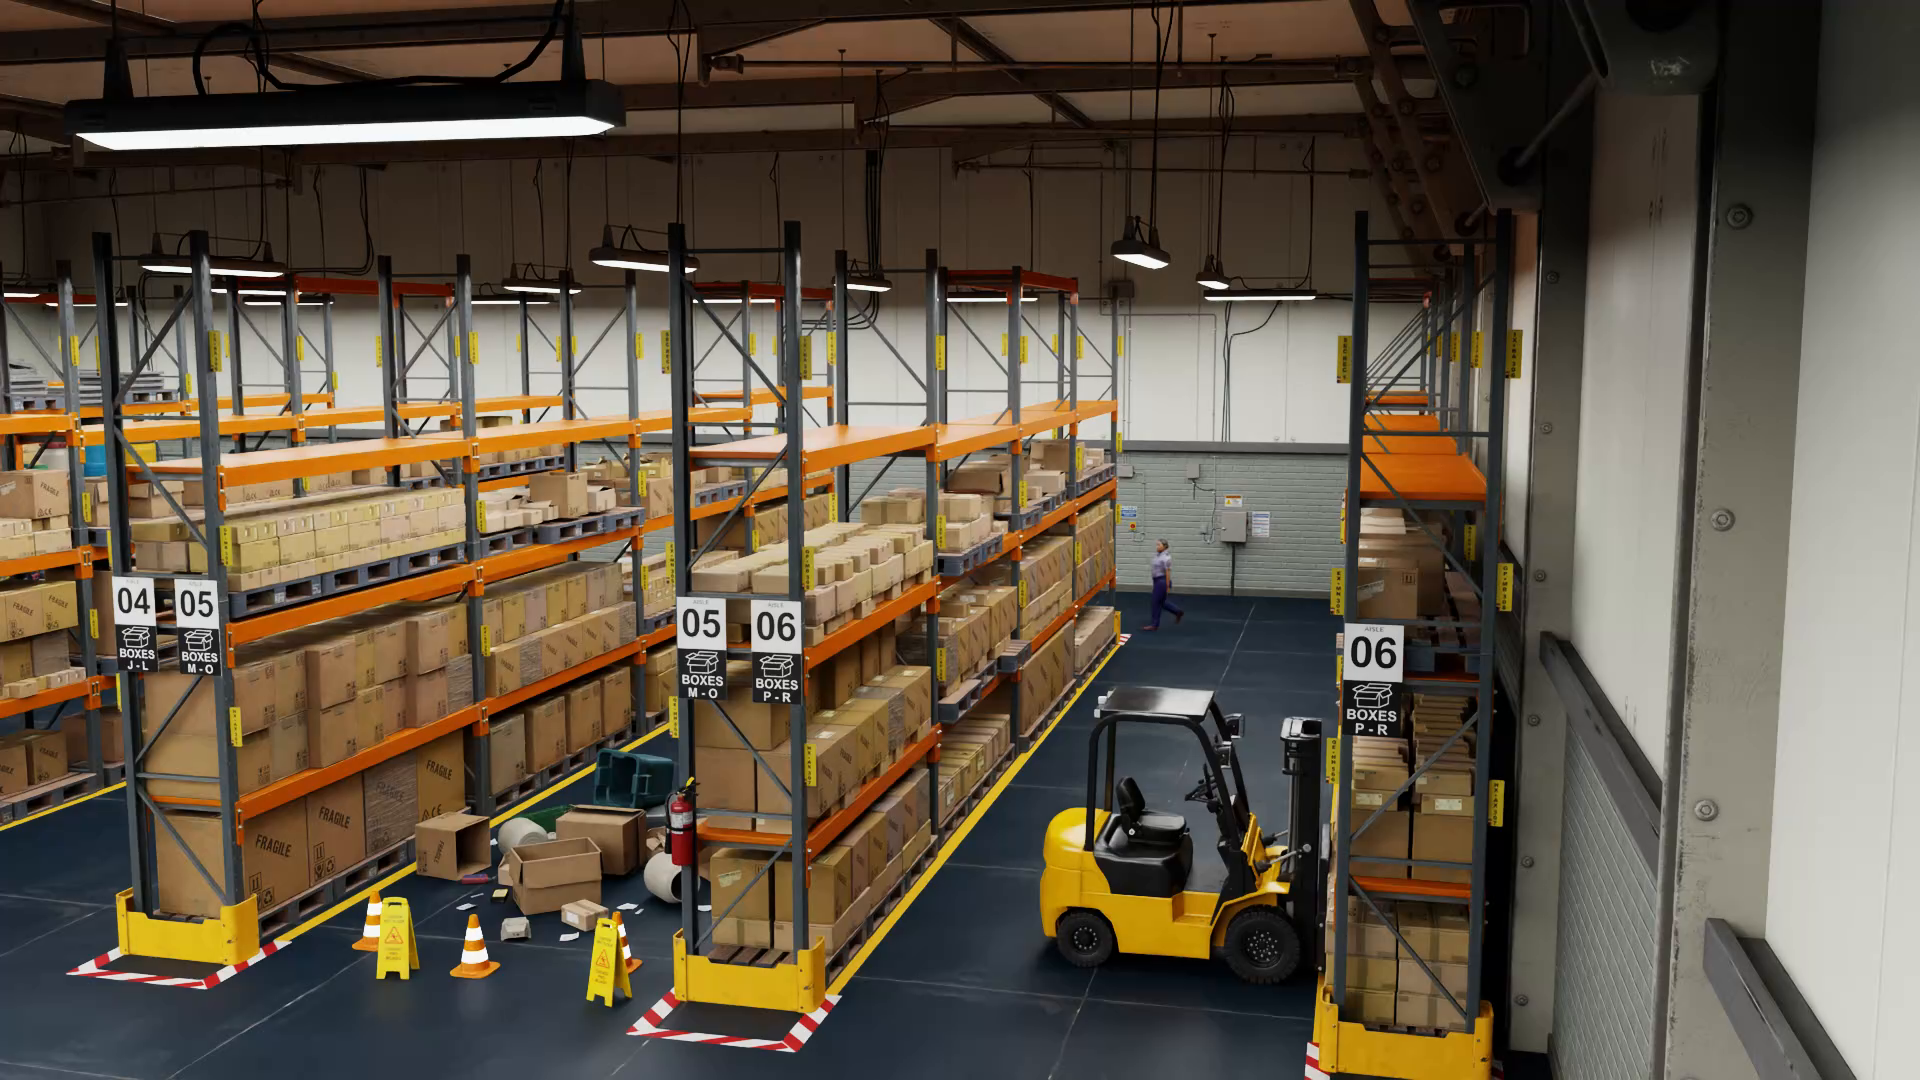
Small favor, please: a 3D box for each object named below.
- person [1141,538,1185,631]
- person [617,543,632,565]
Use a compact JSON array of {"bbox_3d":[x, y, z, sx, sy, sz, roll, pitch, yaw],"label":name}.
[{"bbox_3d":[3.611,0.779,29.374,0.808,1.626,0.468,-1,7,-4],"label":"person"},{"bbox_3d":[-5.534,0.913,27.590,0.631,1.785,0.457,0,7,1],"label":"person"}]
